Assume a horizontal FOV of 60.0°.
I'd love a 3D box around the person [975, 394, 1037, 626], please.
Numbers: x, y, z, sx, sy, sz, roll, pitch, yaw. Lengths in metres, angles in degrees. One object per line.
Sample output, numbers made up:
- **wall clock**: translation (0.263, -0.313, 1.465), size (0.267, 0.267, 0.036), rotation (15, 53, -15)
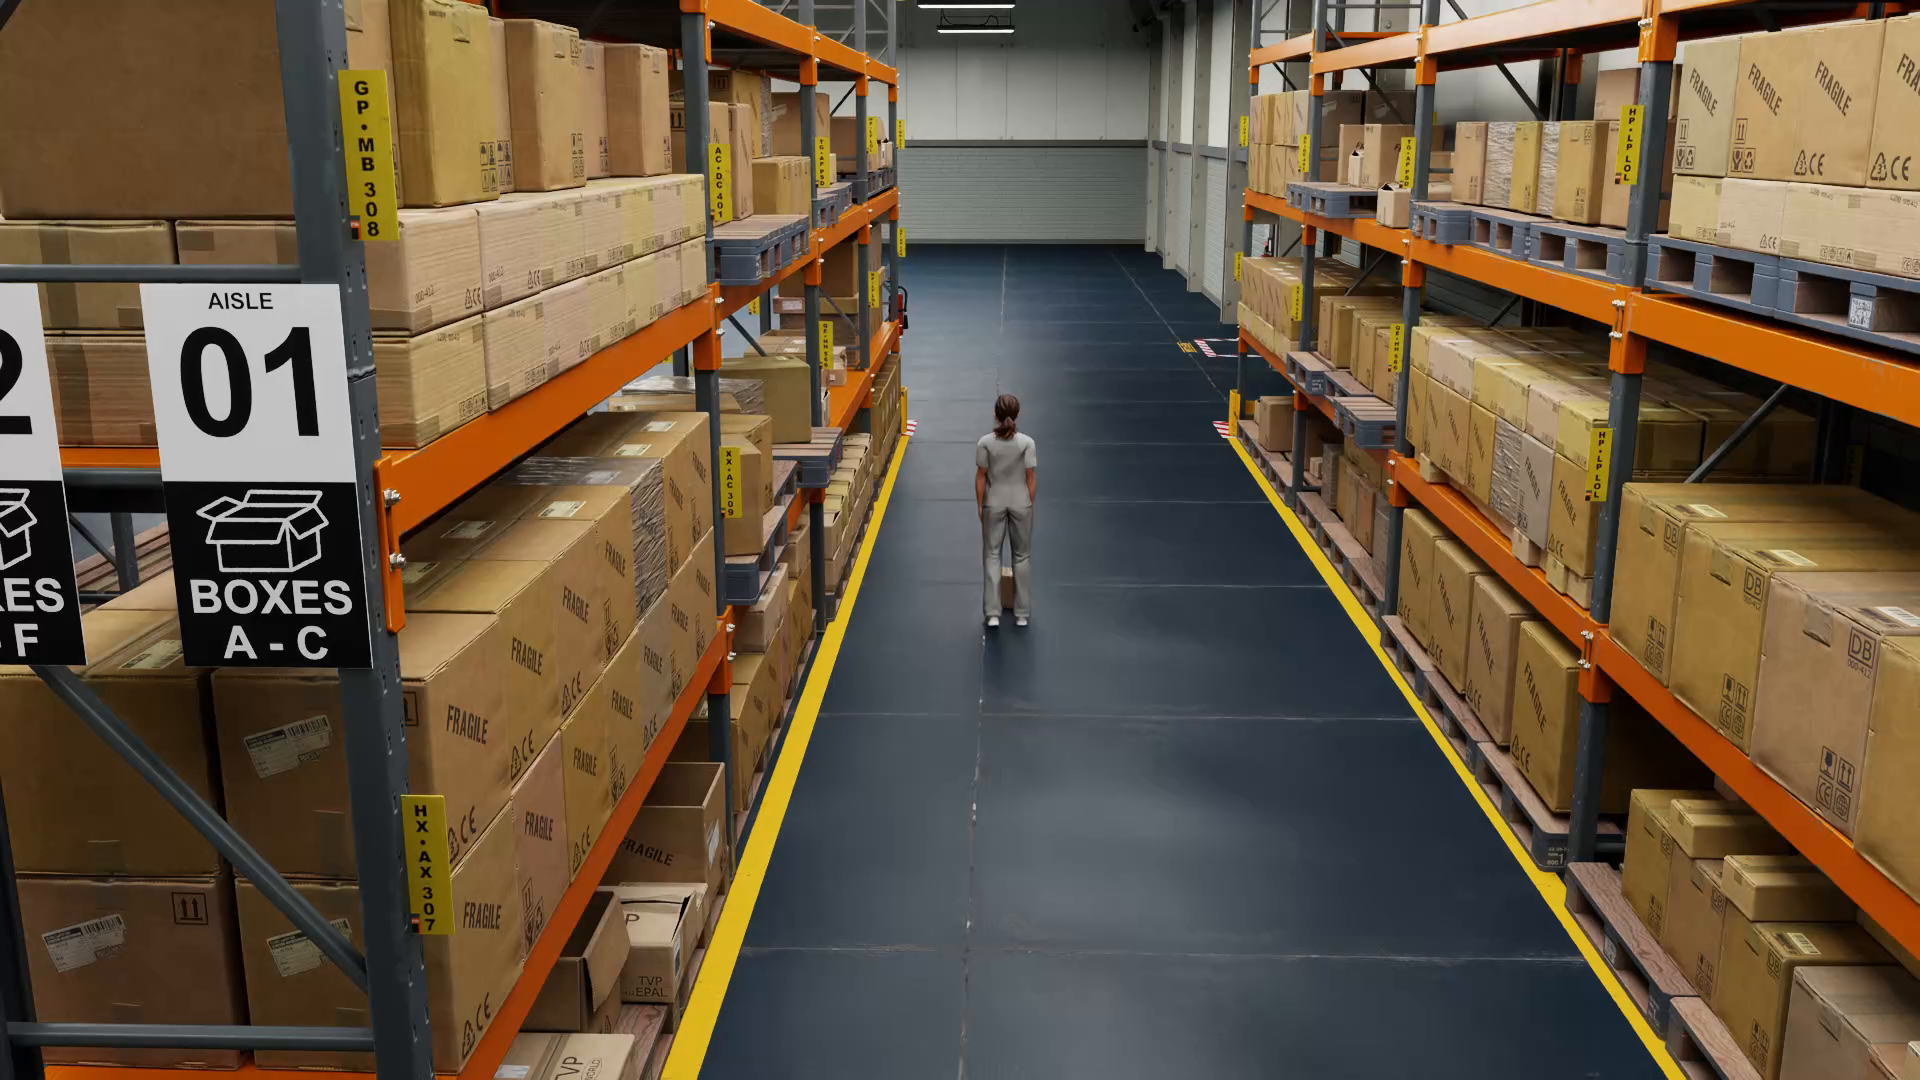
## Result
- **person**: translation (0.326, -0.206, 11.870), size (0.437, 1.681, 0.363), rotation (1, 14, 3)
